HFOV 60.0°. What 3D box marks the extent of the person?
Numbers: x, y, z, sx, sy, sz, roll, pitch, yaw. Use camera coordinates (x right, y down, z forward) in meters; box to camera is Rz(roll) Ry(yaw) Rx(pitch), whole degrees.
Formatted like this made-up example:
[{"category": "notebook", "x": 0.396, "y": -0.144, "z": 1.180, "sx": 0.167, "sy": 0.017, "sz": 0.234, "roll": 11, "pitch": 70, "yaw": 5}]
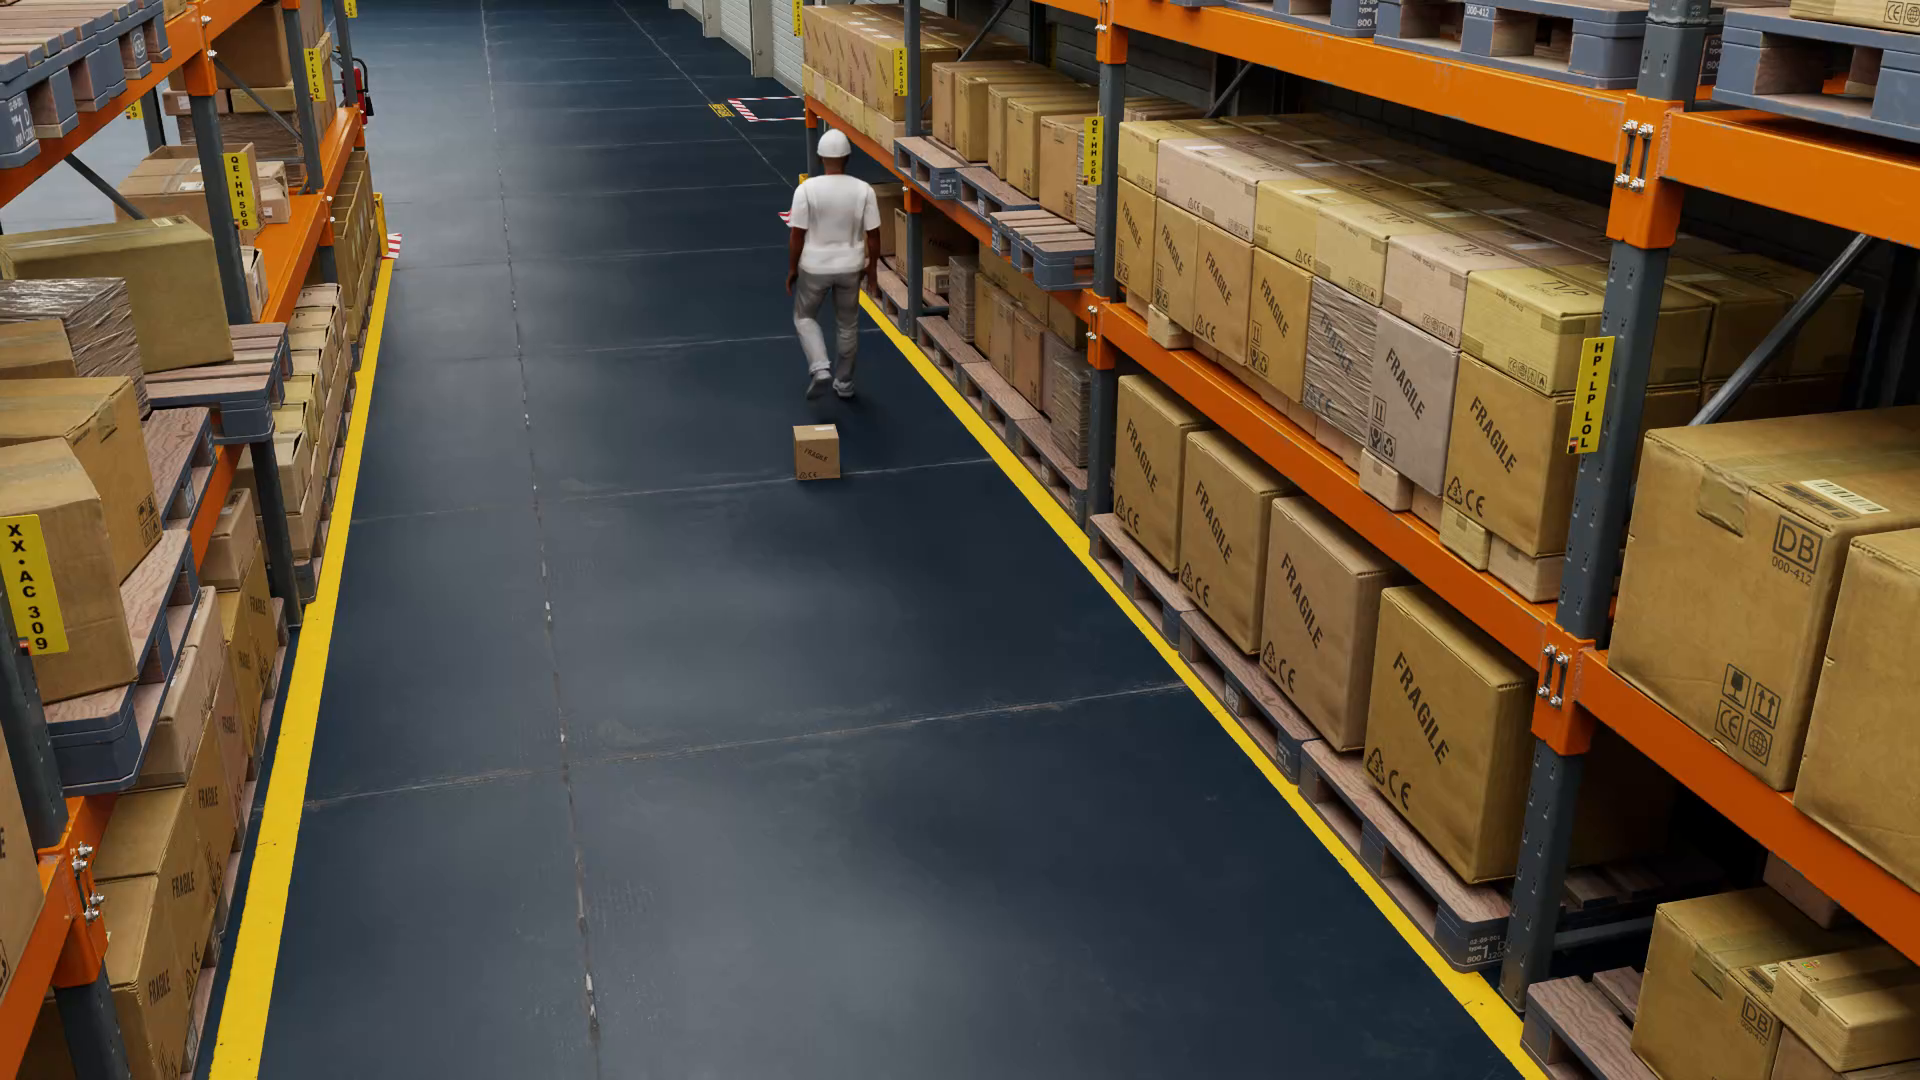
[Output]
[{"category": "person", "x": -0.824, "y": -1.748, "z": 10.661, "sx": 0.613, "sy": 1.762, "sz": 0.615, "roll": -6, "pitch": 23, "yaw": -13}]
